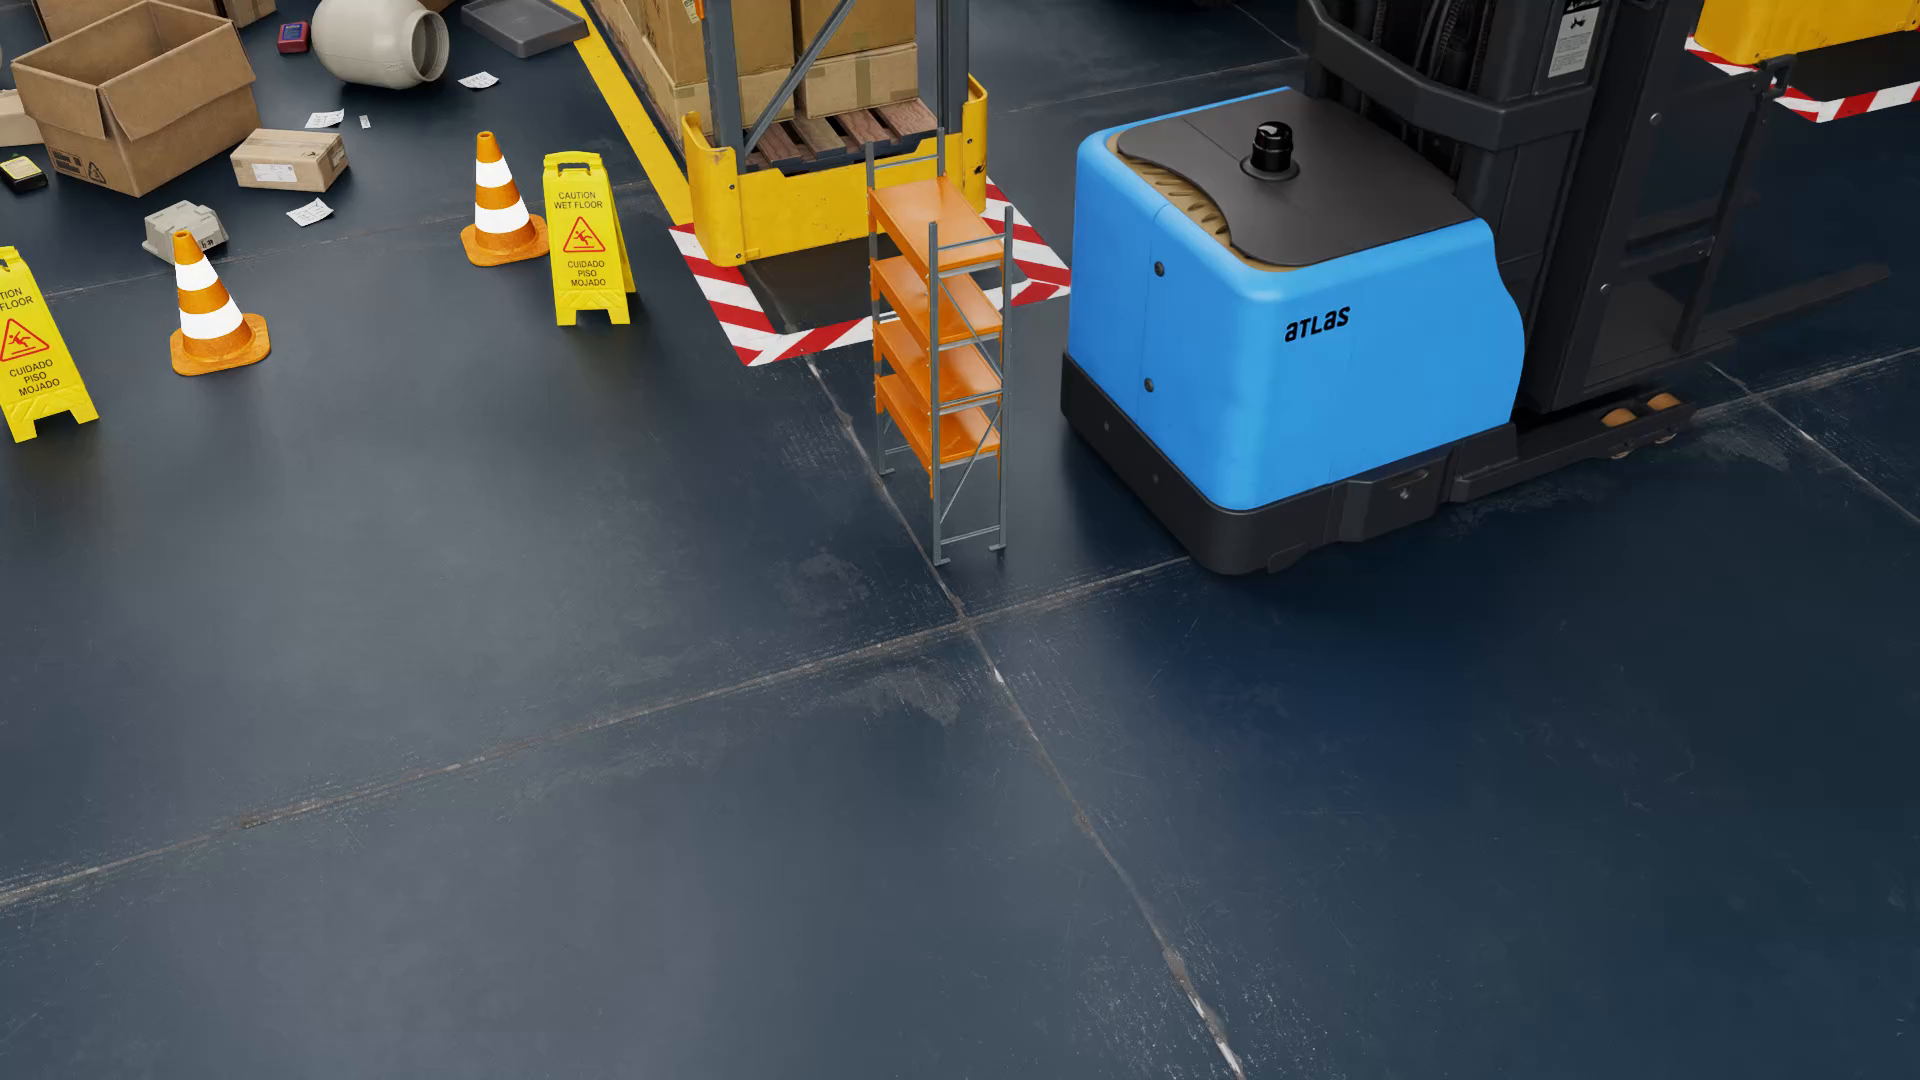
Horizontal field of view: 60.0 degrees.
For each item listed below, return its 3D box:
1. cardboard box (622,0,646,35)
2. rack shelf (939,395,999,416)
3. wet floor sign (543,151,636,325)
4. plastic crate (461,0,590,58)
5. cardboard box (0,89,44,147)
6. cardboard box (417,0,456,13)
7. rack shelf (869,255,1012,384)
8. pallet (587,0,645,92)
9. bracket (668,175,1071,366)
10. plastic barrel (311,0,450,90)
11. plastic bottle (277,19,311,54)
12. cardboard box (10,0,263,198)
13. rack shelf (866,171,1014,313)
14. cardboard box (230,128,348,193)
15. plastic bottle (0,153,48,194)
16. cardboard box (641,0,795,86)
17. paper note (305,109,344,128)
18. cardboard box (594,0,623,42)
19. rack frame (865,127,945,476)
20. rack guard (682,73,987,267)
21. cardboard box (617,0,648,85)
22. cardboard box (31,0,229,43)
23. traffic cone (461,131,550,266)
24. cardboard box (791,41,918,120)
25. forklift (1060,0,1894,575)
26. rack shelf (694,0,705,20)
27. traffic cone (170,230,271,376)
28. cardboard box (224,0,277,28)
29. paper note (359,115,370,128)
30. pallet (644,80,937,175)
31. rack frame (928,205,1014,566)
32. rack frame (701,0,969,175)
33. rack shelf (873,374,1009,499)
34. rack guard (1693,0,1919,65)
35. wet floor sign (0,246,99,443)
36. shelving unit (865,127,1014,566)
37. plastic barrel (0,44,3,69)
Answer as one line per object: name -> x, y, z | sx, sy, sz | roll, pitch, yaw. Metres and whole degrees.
cardboard box -> -1.200, -2.525, 7.098 | 0.500, 0.500, 0.500 | -14, 43, -15
rack shelf -> -0.063, -0.525, 5.000 | 0.199, 0.029, 0.442 | -15, 43, -17
wet floor sign -> -1.366, -1.119, 6.056 | 0.267, 0.644, 0.232 | -2, 41, -2
plastic crate -> -2.137, -2.545, 8.149 | 0.402, 0.080, 0.583 | -31, 49, -31
cardboard box -> -4.156, -1.894, 7.249 | 0.396, 0.266, 0.258 | -8, 41, -9
cardboard box -> -2.828, -2.871, 8.203 | 0.500, 0.500, 0.500 | 12, 42, 13
rack shelf -> -0.063, -0.673, 4.873 | 0.258, 0.148, 0.480 | -15, 43, -17
pallet -> -1.220, -2.614, 8.127 | 1.003, 0.211, 1.213 | -15, 43, -17
bracket -> -0.346, -1.108, 6.538 | 1.378, 0.001, 1.079 | -15, 43, -17
plastic barrel -> -2.639, -2.283, 7.580 | 0.512, 0.421, 0.421 | 12, 42, 13
plastic bottle -> -3.219, -2.443, 8.044 | 0.133, 0.061, 0.283 | -8, 41, -9
cardboard box -> -3.461, -1.873, 7.042 | 0.637, 0.503, 0.797 | 19, 44, 20
rack shelf -> -0.063, -0.853, 4.719 | 0.258, 0.148, 0.480 | -15, 43, -17
cardboard box -> -2.817, -1.597, 6.993 | 0.380, 0.149, 0.250 | 5, 41, 6
plastic bottle -> -3.966, -1.552, 7.008 | 0.133, 0.061, 0.283 | -31, 49, -31
cardboard box -> -0.997, -2.212, 6.733 | 0.500, 0.500, 0.500 | -15, 43, -17
paper note -> -2.837, -1.885, 7.427 | 0.148, 0.019, 0.142 | -2, 41, -2
cardboard box -> -1.404, -2.557, 7.710 | 0.500, 0.250, 0.500 | -17, 43, -18
rack frame -> -0.157, -0.702, 5.146 | 0.240, 1.200, 0.015 | -15, 43, -17
rack guard -> -0.479, -1.491, 6.601 | 1.175, 0.500, 0.348 | -15, 43, -17
cardboard box -> -1.199, -2.244, 7.345 | 0.500, 0.250, 0.500 | -15, 43, -17
cardboard box -> -3.826, -2.486, 7.651 | 0.797, 0.637, 0.503 | -15, 43, -17
traffic cone -> -1.806, -1.368, 6.486 | 0.336, 0.463, 0.334 | -15, 43, -17
cardboard box -> -0.503, -2.065, 7.137 | 0.500, 0.250, 0.500 | -15, 43, -17
forklift -> 1.894, -1.673, 4.948 | 3.031, 2.935, 1.130 | -18, 44, -20
rack shelf -> -1.215, -3.325, 7.368 | 1.077, 0.370, 4.000 | -15, 43, -17
traffic cone -> -2.702, -0.887, 5.926 | 0.336, 0.463, 0.334 | -15, 43, -17
cardboard box -> -3.652, -2.740, 8.232 | 0.396, 0.266, 0.258 | 19, 44, 20
paper note -> -7.054, -5.641, 11.648 | 3.823, 0.211, 13.979 | -15, 43, -17
pallet -> -0.757, -1.880, 7.274 | 1.003, 0.211, 1.213 | -15, 43, -17
rack frame -> 0.030, -0.408, 4.804 | 0.240, 1.200, 0.015 | -15, 43, -17
rack frame -> -0.450, -2.393, 5.732 | 1.000, 3.000, 0.127 | -15, 43, -17
rack shelf -> -0.063, -0.353, 5.148 | 0.258, 0.148, 0.480 | -15, 43, -17
rack guard -> 4.144, -2.671, 7.973 | 1.175, 0.500, 0.348 | -15, 43, -17
wet floor sign -> -3.144, -0.681, 5.547 | 0.267, 0.644, 0.232 | -23, 46, -24
shelving unit -> -0.063, -0.555, 4.975 | 0.258, 1.200, 0.503 | -15, 43, -17
plastic barrel -> -4.664, -2.229, 7.518 | 0.512, 0.421, 0.421 | 12, 42, 13
